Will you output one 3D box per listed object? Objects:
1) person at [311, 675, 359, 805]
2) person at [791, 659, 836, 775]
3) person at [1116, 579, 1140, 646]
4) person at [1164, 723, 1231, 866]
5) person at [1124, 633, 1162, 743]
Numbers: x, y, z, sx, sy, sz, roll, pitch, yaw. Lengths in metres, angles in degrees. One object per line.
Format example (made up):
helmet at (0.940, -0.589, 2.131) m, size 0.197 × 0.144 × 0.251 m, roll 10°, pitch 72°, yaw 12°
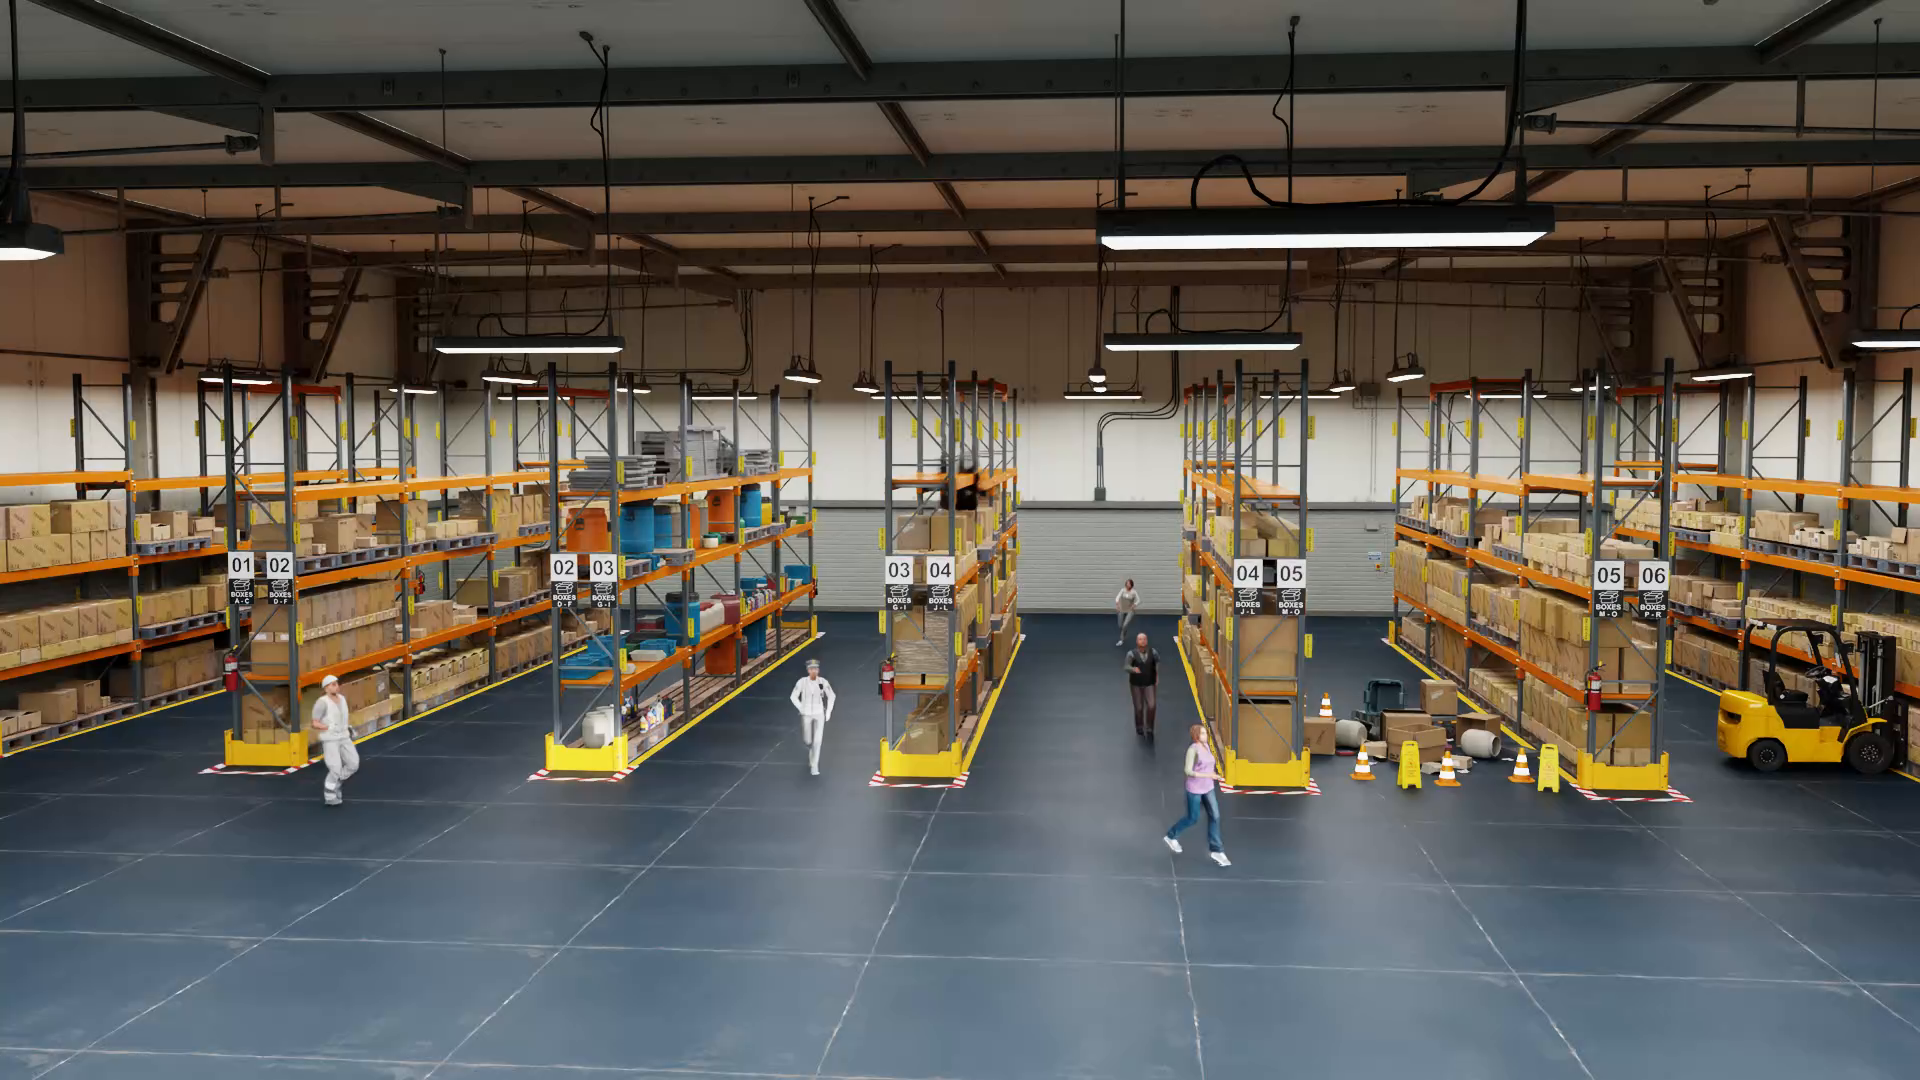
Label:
person at (-8.272, 2.663, 22.139) m, size 0.580 × 1.741 × 0.644 m, roll 2°, pitch 4°, yaw 30°
person at (-2.162, 2.577, 24.480) m, size 0.658 × 1.678 × 0.624 m, roll 0°, pitch 4°, yaw -2°
person at (3.920, 1.680, 38.843) m, size 0.572 × 1.553 × 0.541 m, roll 1°, pitch 4°, yaw 16°
person at (2.761, 2.929, 19.308) m, size 0.860 × 1.614 × 0.550 m, roll 4°, pitch 5°, yaw 43°
person at (2.958, 2.389, 26.863) m, size 0.635 × 1.770 × 0.756 m, roll 0°, pitch 4°, yaw 2°
